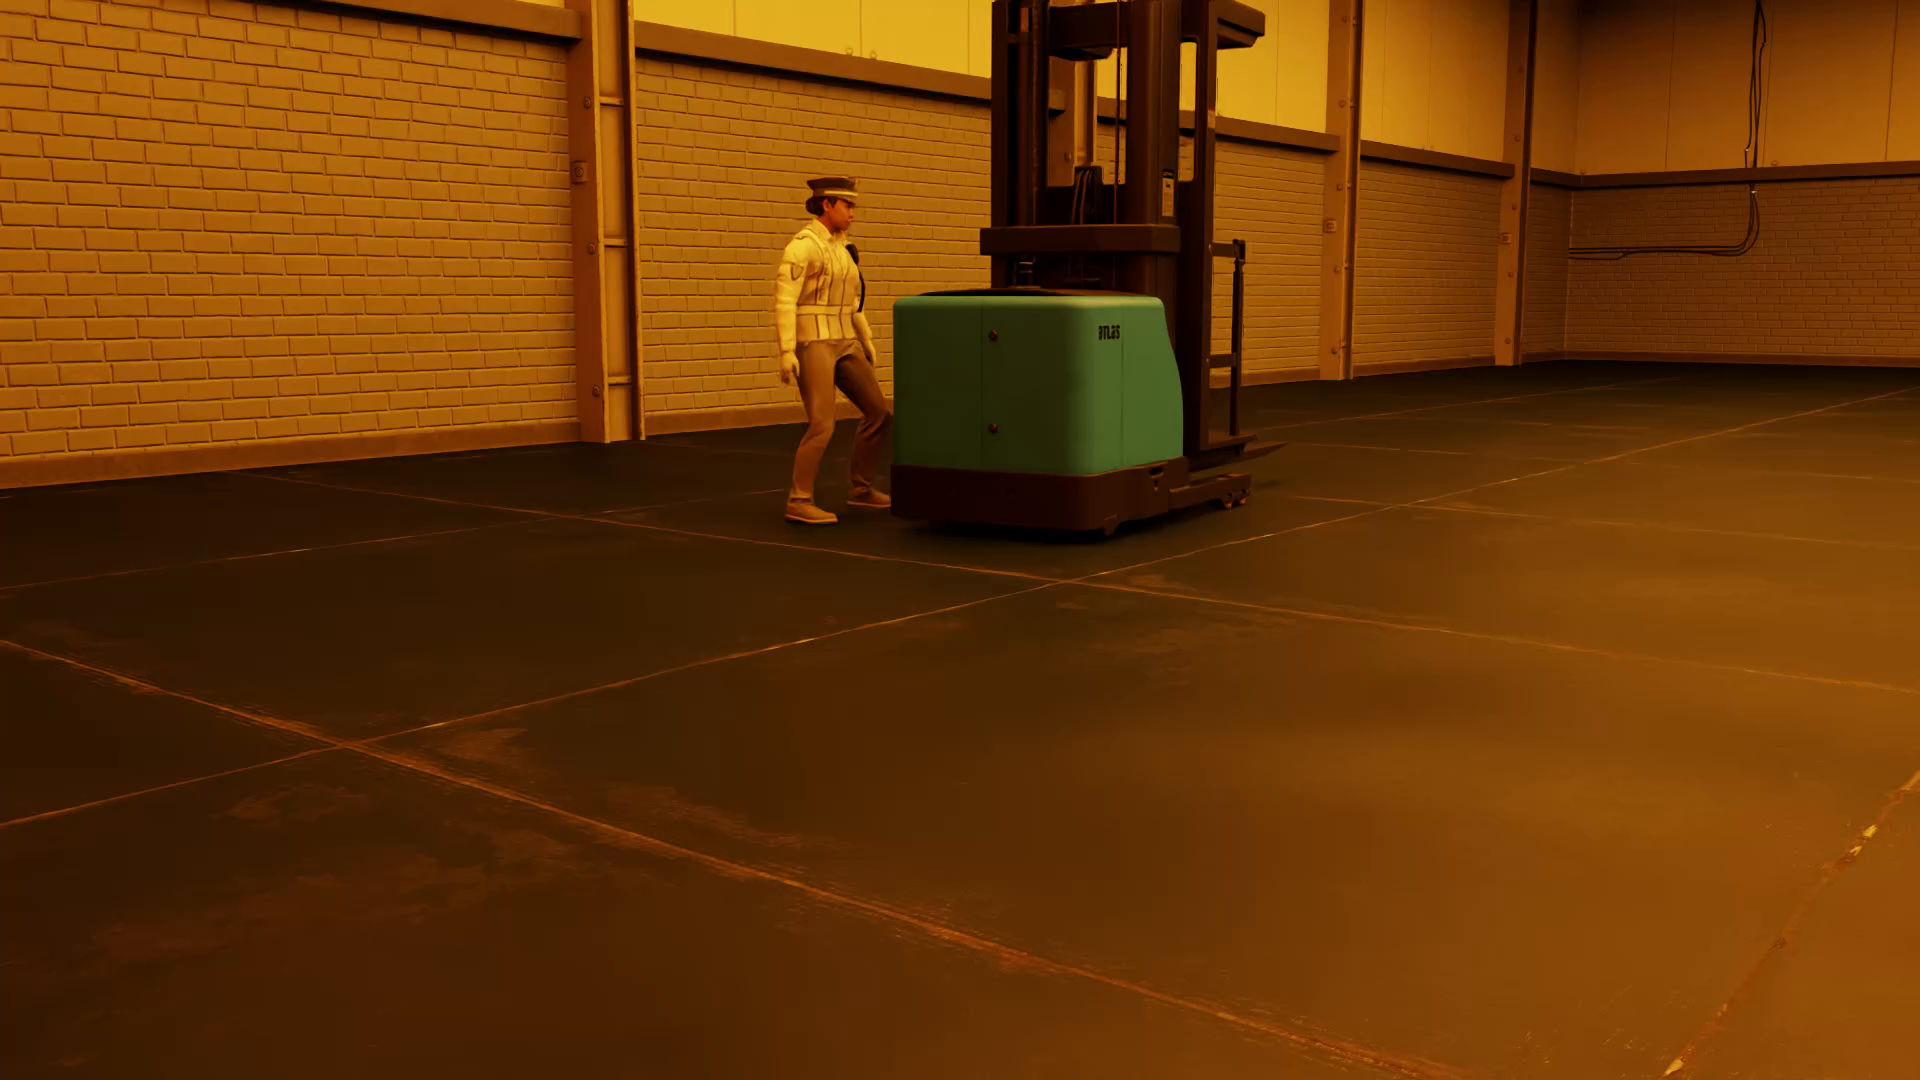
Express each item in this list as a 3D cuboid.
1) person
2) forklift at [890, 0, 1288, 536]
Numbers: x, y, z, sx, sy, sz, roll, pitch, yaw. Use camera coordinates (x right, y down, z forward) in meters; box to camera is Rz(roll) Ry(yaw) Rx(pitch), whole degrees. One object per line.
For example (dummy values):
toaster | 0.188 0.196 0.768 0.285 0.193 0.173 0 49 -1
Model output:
person | -0.602 -0.904 7.933 0.436 1.640 0.693 4 9 28
forklift | 0.865 -1.639 8.485 1.130 2.935 3.031 5 10 30
